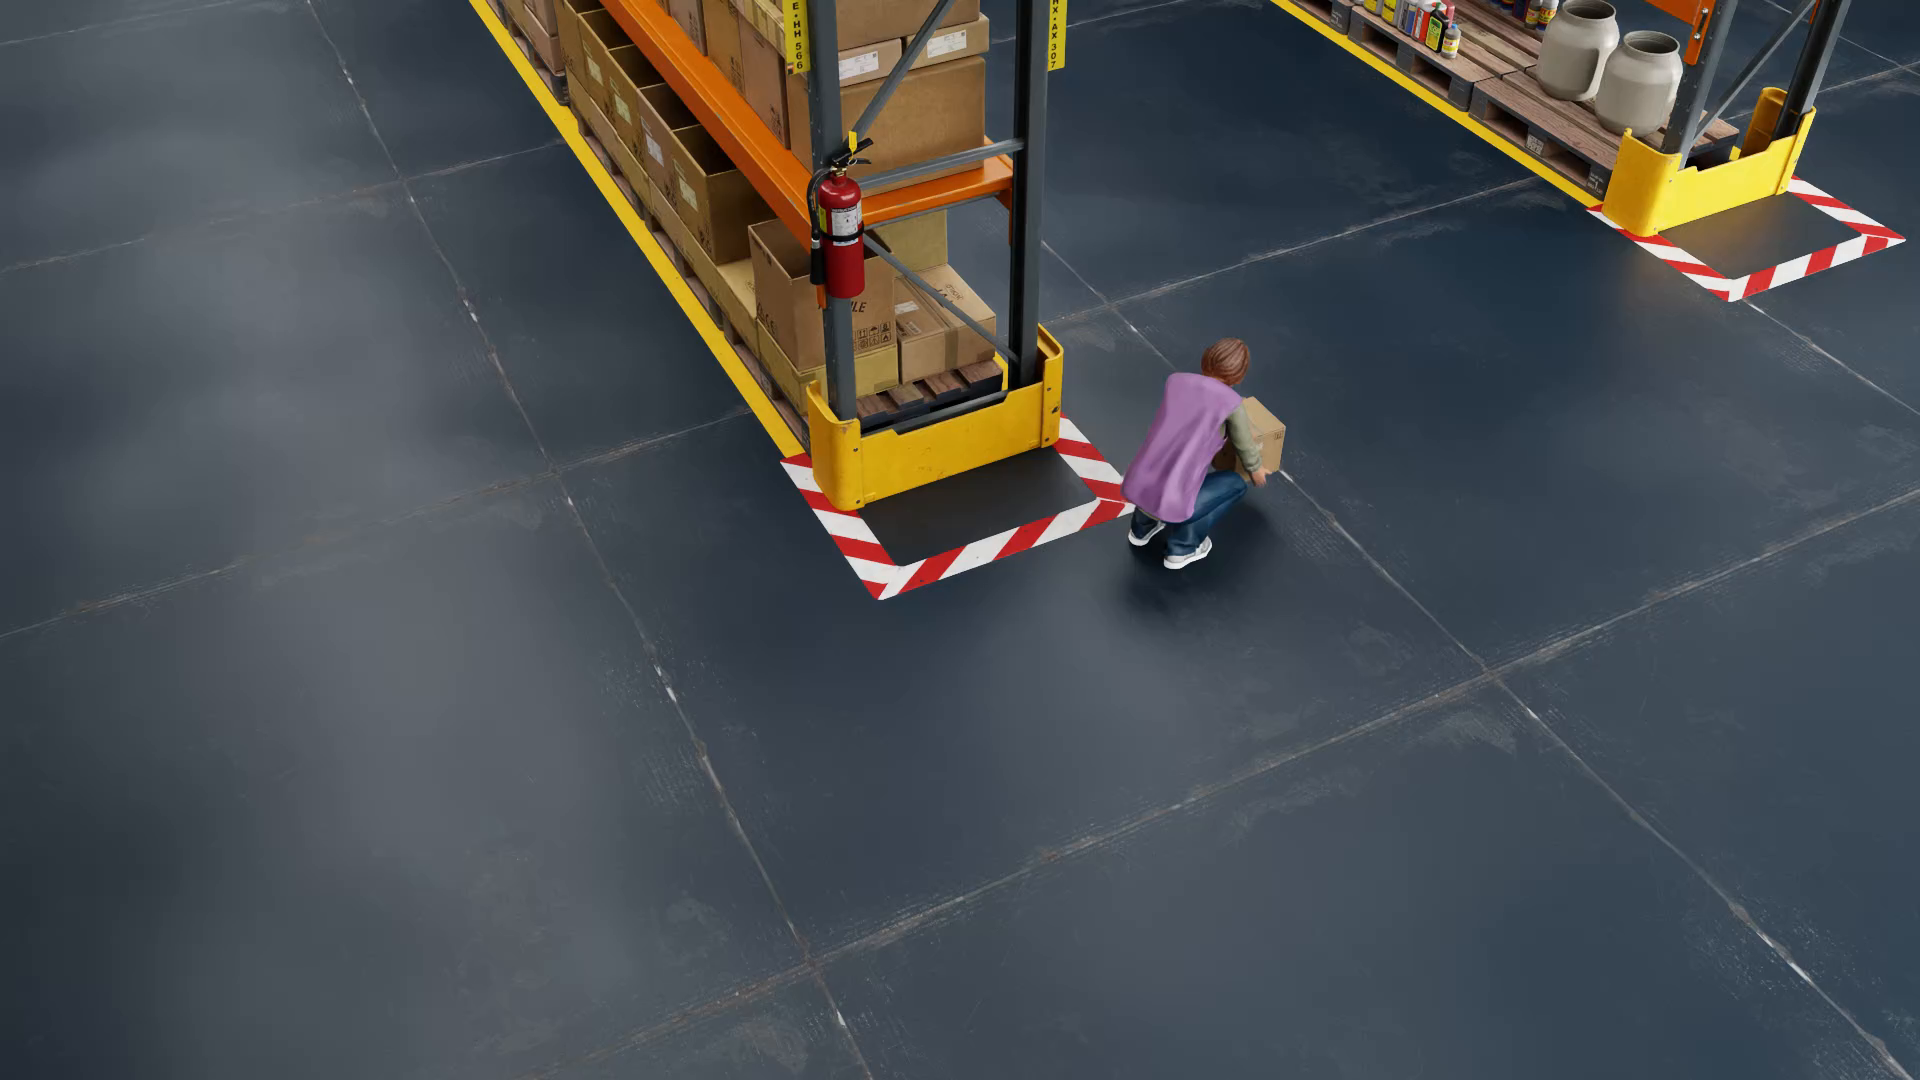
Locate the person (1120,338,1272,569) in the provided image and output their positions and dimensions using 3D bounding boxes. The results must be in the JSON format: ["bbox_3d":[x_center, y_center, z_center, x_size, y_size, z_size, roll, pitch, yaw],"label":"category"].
[{"bbox_3d":[1.032,-0.376,7.124,0.457,0.891,0.847,33,52,32],"label":"person"}]
